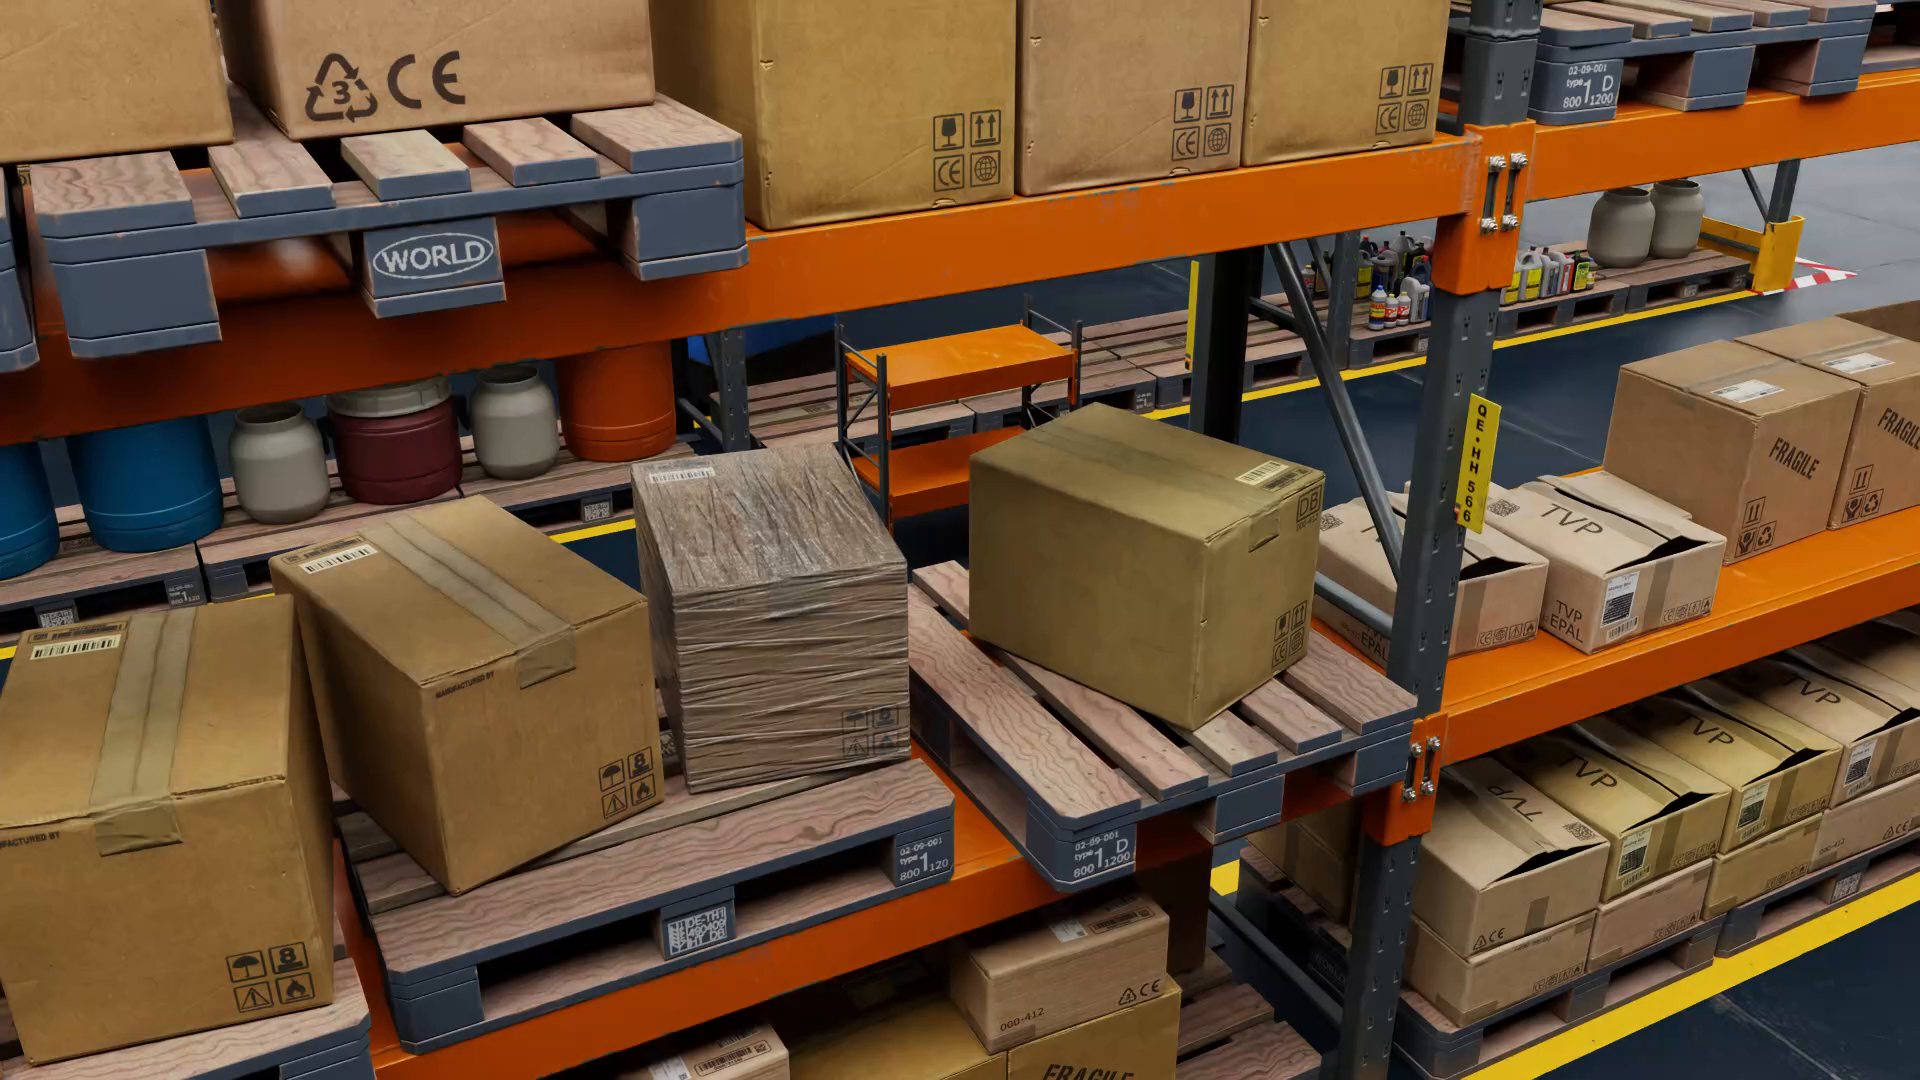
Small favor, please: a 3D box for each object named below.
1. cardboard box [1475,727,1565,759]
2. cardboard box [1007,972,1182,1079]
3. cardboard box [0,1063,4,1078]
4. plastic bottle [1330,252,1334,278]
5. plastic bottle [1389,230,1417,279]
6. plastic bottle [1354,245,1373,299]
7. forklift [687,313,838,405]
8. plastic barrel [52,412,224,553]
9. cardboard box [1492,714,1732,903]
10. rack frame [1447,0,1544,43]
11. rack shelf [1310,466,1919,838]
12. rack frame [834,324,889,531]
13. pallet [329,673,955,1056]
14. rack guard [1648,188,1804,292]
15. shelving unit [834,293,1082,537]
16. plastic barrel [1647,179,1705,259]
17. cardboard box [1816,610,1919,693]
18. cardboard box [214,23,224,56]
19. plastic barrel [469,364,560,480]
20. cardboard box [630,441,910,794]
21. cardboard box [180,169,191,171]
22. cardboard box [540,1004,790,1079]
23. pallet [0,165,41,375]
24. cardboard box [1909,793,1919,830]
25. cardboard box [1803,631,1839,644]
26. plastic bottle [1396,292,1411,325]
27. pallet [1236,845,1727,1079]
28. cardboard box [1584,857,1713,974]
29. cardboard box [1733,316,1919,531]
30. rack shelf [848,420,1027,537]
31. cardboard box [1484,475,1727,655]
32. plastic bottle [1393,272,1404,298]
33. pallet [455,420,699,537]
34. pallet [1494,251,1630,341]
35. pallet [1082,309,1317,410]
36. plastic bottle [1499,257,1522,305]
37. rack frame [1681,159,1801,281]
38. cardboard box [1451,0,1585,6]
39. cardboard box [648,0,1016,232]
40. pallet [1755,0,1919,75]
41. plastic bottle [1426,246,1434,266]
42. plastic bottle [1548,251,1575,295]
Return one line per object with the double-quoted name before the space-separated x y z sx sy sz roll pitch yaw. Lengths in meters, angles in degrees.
"cardboard box" 1.749 0.592 5.596 0.500 0.311 0.500 -13 29 -26
"cardboard box" 0.233 1.312 4.432 0.500 0.500 0.500 -12 28 -23
"cardboard box" -2.059 0.672 2.783 0.700 0.500 0.500 22 33 37
"plastic bottle" 2.582 -1.849 11.188 0.185 0.351 0.144 -14 29 -26
"plastic bottle" 3.037 -1.954 11.407 0.185 0.351 0.144 -13 29 -25
"plastic bottle" 2.650 -1.794 11.074 0.185 0.351 0.144 -13 29 -25
"forklift" -2.171 -2.644 10.371 3.031 2.935 1.130 22 33 38
"plastic barrel" -3.796 -0.466 7.695 0.708 0.901 0.600 -13 29 -25
"cardboard box" 2.008 0.796 5.170 0.500 0.311 0.500 -14 29 -26
"rack frame" 0.948 -2.601 3.271 0.127 3.000 1.000 -13 29 -25
"rack shelf" 2.712 0.020 5.573 4.000 0.370 1.077 -13 29 -25
"rack frame" -0.455 -0.402 7.788 0.032 1.125 0.500 -13 29 -25
"pallet" -0.766 0.588 3.782 1.213 0.211 1.003 -13 29 -25
"rack guard" 5.634 -2.258 12.376 0.348 0.500 1.175 -13 29 -25
"shelving unit" -0.006 -0.506 8.004 1.048 1.125 0.538 -13 29 -25
"plastic barrel" 5.134 -2.323 12.012 0.421 0.512 0.421 0 26 0
"cardboard box" 3.357 0.487 5.814 0.500 0.311 0.500 -13 29 -25
"cardboard box" -4.929 -3.324 11.593 0.500 0.500 0.500 -14 29 -27
"plastic barrel" -2.260 -0.602 8.427 0.421 0.512 0.421 0 26 0
"cardboard box" -0.452 0.154 3.864 0.500 0.500 0.700 -8 27 -15
"cardboard box" -5.897 -2.418 11.790 0.875 0.875 1.225 -14 29 -27
"cardboard box" -0.716 1.197 3.805 0.500 0.250 0.500 -14 29 -26
"pallet" -1.973 -0.456 2.485 1.003 0.211 1.213 -13 29 -25
"cardboard box" 3.349 0.741 5.933 0.500 0.250 0.500 -12 28 -24
"cardboard box" 3.095 0.281 6.243 0.500 0.311 0.500 -14 29 -27
"plastic bottle" 2.816 -1.480 10.591 0.097 0.201 0.097 0 26 0
"pallet" 1.692 1.208 5.491 1.213 0.211 1.003 -13 29 -25
"cardboard box" 1.991 1.056 5.276 0.500 0.250 0.500 -14 29 -27
"cardboard box" 2.885 -0.397 5.496 0.500 0.500 0.500 -13 29 -25
"rack shelf" -0.006 -0.285 8.109 1.000 0.278 0.538 -13 29 -25
"cardboard box" 1.828 0.035 4.814 0.500 0.311 0.500 -13 29 -26
"plastic bottle" 2.859 -1.592 10.730 0.133 0.283 0.061 -13 29 -25
"pallet" -2.056 -0.356 8.747 1.213 0.211 1.003 -13 29 -25
"pallet" 3.840 -1.718 11.584 1.213 0.211 1.003 -13 29 -25
"pallet" 1.475 -1.172 10.447 1.213 0.211 1.003 -13 29 -25
"plastic bottle" 3.599 -1.739 10.959 0.185 0.351 0.144 -13 29 -25
"rack frame" 5.679 -3.419 11.905 0.127 3.000 1.000 -13 29 -25
"cardboard box" 1.322 -1.485 4.099 0.500 0.250 0.500 -15 30 -29
"cardboard box" -0.330 -0.983 3.250 0.500 0.500 0.910 -13 29 -25
"pallet" 2.490 -1.565 4.797 1.213 0.211 1.003 -12 28 -23
"plastic bottle" 3.232 -1.915 11.403 0.133 0.283 0.061 -13 29 -25
"plastic bottle" 4.030 -1.807 11.186 0.135 0.276 0.152 -13 28 -25
